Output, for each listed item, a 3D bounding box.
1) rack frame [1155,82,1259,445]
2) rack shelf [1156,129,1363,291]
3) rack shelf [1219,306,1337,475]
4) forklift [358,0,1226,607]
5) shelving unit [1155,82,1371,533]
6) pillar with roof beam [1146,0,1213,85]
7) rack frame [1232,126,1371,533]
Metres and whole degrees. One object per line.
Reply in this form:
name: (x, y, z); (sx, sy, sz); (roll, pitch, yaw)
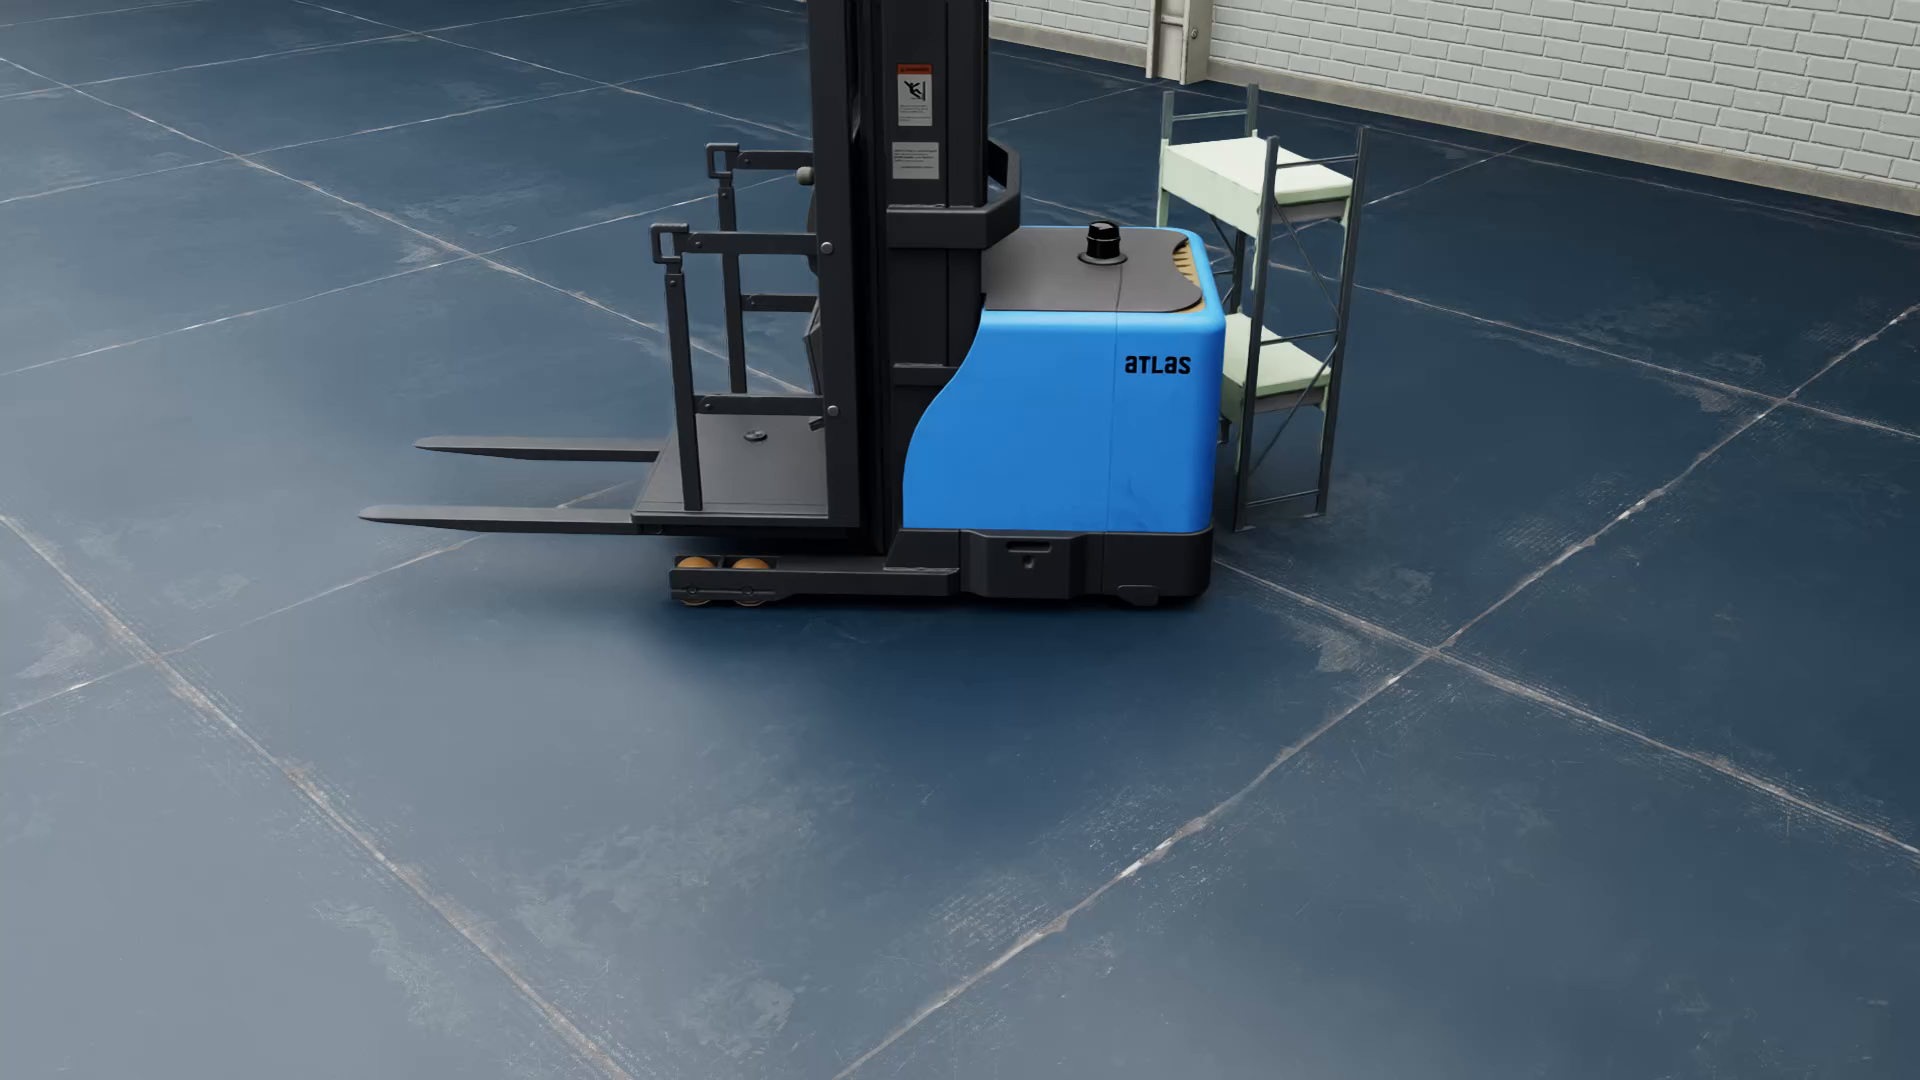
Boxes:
rack frame: (0.947, -1.044, 6.622); (0.400, 1.500, 0.023); (-11, 30, -20)
rack shelf: (1.087, -1.232, 6.141); (0.431, 0.370, 0.720); (-11, 30, -20)
rack shelf: (1.085, -0.598, 6.474); (0.431, 0.370, 0.720); (-11, 30, -20)
forklift: (-0.624, -1.309, 5.591); (3.031, 2.935, 1.130); (1, 28, 2)
shelving unit: (1.086, -0.886, 6.323); (0.431, 1.500, 0.755); (-11, 30, -20)
pillar with roof beam: (-1.290, -6.237, 8.443); (0.400, 9.000, 9.100); (25, 36, 38)
rack frame: (1.225, -0.729, 6.023); (0.400, 1.500, 0.023); (-11, 30, -20)
